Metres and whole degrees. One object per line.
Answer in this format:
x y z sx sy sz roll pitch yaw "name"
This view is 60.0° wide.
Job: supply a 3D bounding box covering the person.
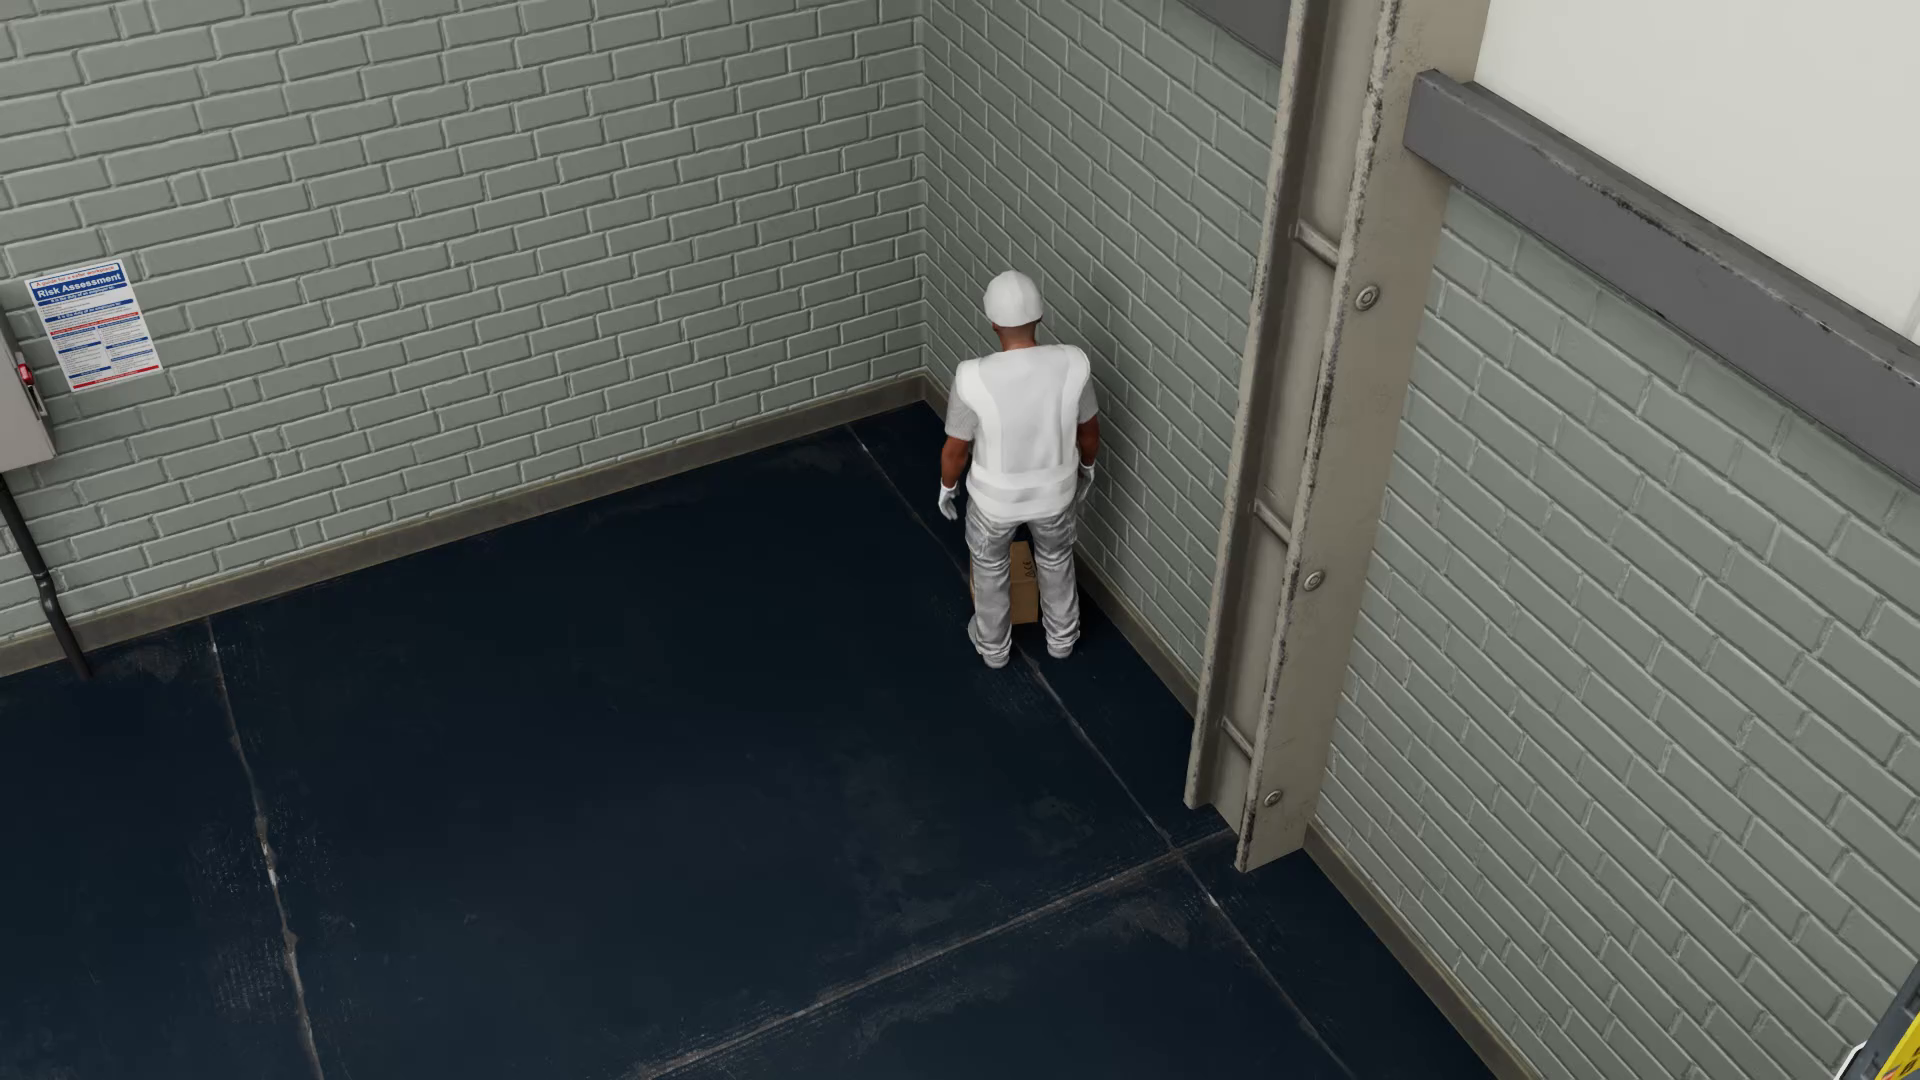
0.233 -0.231 6.416 0.632 1.774 0.450 -7 41 -8 "person"
